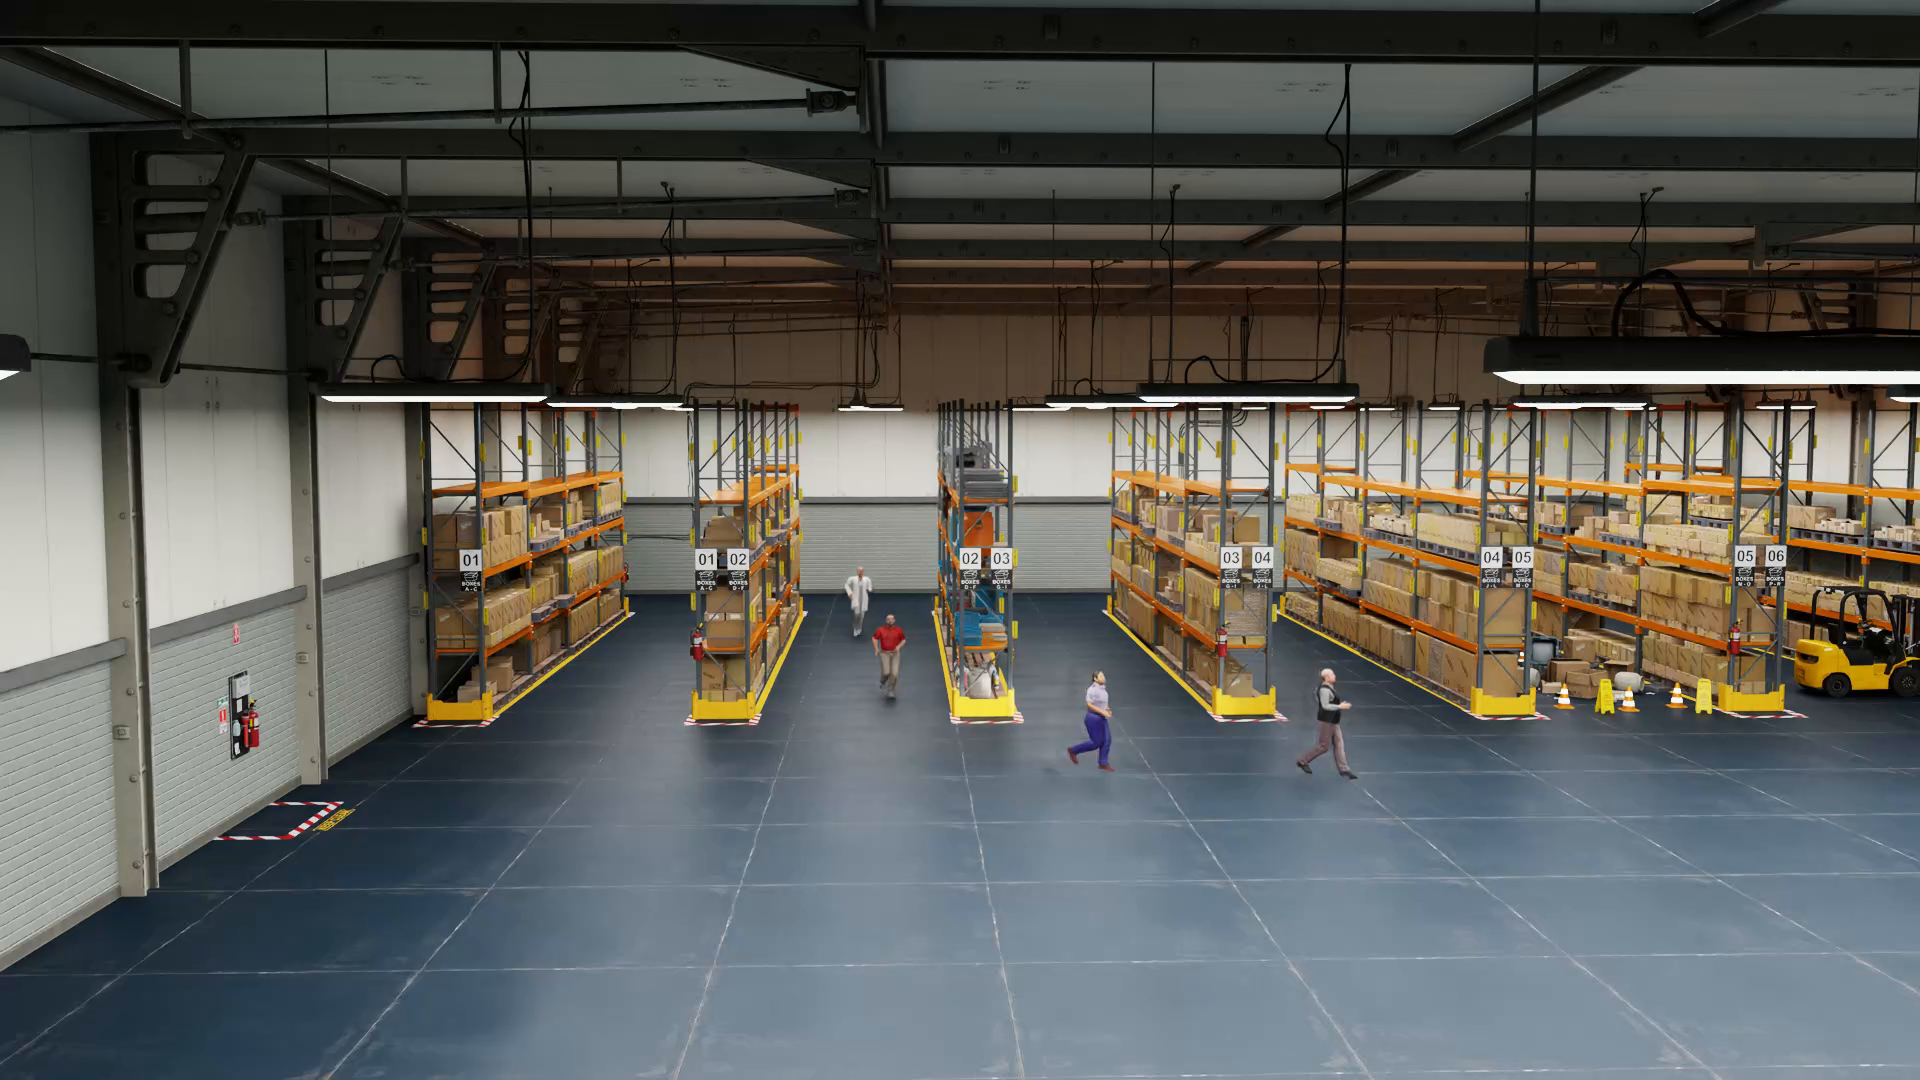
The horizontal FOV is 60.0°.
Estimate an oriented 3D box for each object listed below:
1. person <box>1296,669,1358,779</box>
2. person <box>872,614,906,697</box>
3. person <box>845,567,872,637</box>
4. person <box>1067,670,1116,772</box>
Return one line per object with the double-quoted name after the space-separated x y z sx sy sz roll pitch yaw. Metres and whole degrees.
5.745 2.867 25.966 0.949 1.726 0.657 2 5 20 "person"
-1.398 2.337 33.479 0.659 1.677 0.582 -1 4 -11 "person"
-2.584 1.597 42.848 0.679 1.813 0.797 -1 5 -16 "person"
2.146 2.899 26.751 0.767 1.641 0.613 2 5 22 "person"
